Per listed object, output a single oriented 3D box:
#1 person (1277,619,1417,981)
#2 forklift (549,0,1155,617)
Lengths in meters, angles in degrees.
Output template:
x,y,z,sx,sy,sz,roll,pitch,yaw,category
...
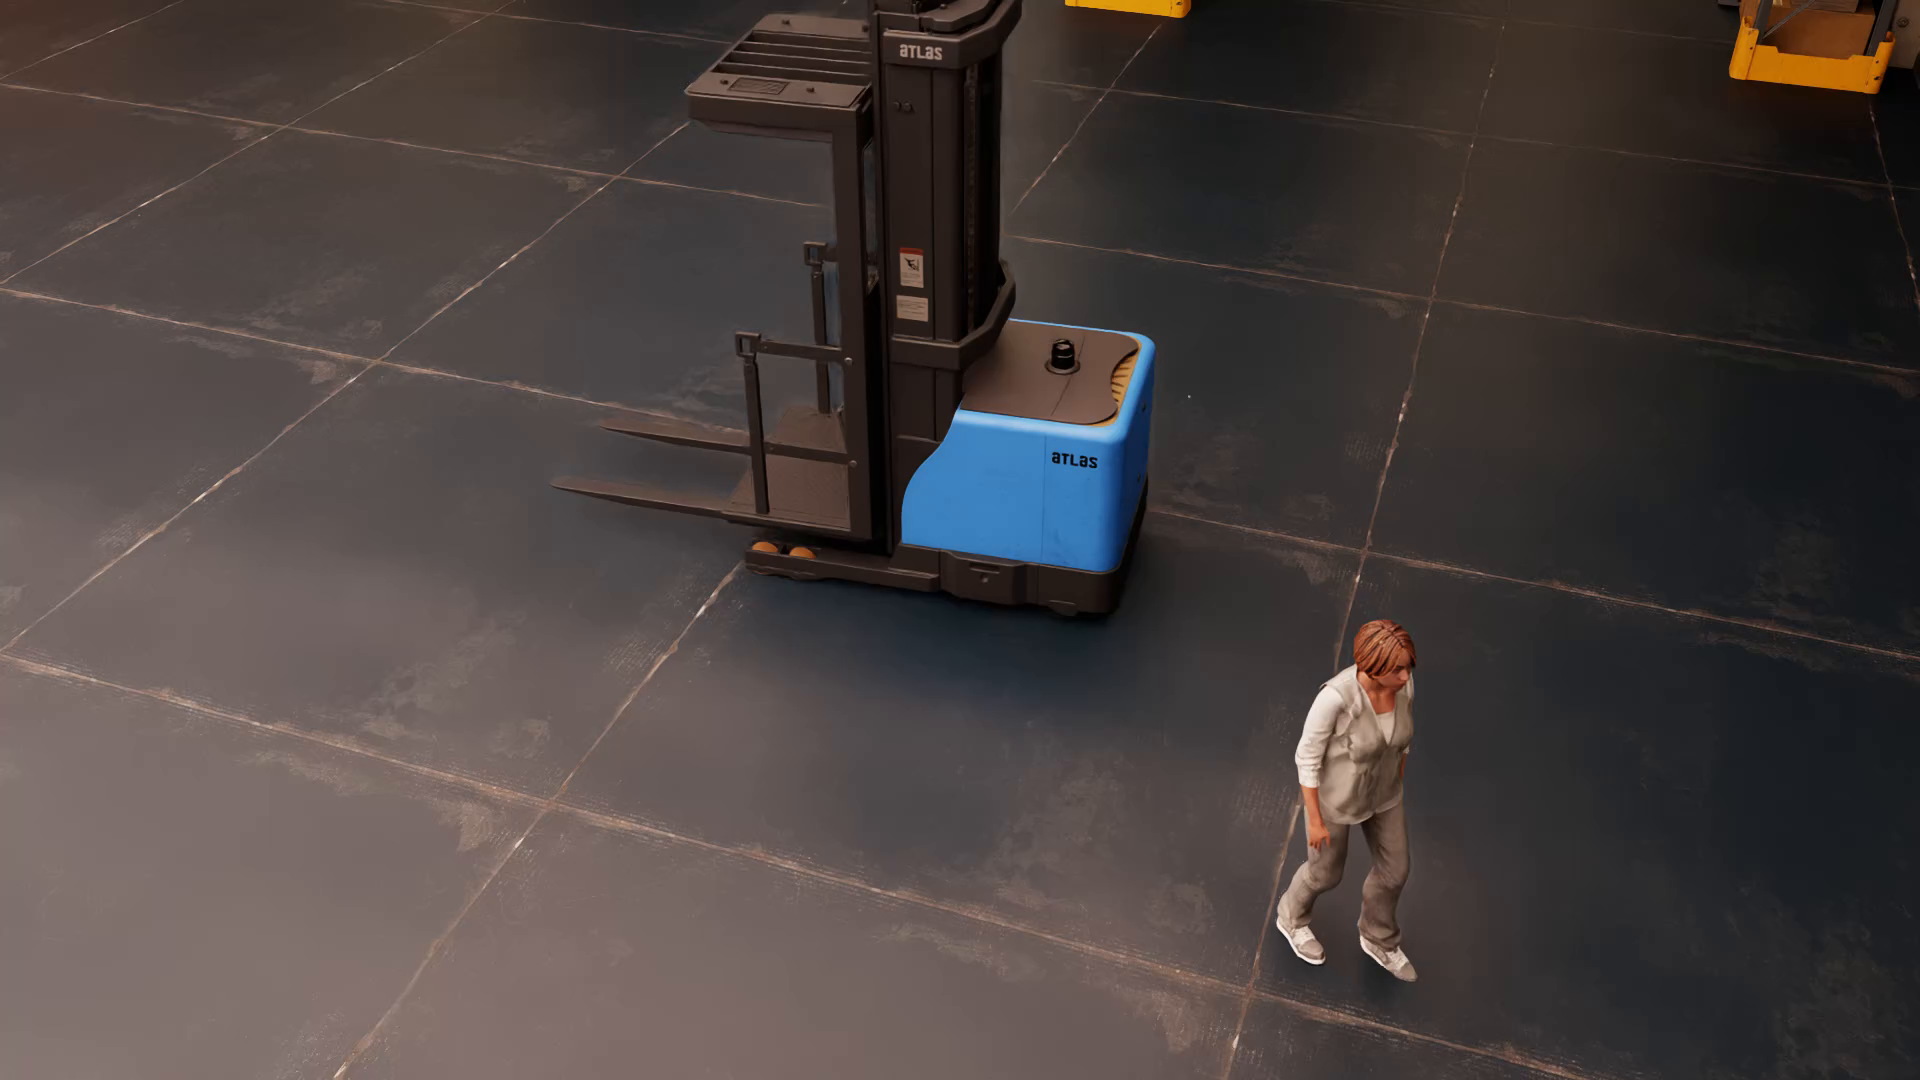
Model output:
x,y,z,sx,sy,sz,roll,pitch,yaw,category
1.429,0.962,5.954,0.497,1.625,0.499,-15,38,-20,person
-0.596,-1.278,7.913,3.031,2.935,1.130,8,36,12,forklift
